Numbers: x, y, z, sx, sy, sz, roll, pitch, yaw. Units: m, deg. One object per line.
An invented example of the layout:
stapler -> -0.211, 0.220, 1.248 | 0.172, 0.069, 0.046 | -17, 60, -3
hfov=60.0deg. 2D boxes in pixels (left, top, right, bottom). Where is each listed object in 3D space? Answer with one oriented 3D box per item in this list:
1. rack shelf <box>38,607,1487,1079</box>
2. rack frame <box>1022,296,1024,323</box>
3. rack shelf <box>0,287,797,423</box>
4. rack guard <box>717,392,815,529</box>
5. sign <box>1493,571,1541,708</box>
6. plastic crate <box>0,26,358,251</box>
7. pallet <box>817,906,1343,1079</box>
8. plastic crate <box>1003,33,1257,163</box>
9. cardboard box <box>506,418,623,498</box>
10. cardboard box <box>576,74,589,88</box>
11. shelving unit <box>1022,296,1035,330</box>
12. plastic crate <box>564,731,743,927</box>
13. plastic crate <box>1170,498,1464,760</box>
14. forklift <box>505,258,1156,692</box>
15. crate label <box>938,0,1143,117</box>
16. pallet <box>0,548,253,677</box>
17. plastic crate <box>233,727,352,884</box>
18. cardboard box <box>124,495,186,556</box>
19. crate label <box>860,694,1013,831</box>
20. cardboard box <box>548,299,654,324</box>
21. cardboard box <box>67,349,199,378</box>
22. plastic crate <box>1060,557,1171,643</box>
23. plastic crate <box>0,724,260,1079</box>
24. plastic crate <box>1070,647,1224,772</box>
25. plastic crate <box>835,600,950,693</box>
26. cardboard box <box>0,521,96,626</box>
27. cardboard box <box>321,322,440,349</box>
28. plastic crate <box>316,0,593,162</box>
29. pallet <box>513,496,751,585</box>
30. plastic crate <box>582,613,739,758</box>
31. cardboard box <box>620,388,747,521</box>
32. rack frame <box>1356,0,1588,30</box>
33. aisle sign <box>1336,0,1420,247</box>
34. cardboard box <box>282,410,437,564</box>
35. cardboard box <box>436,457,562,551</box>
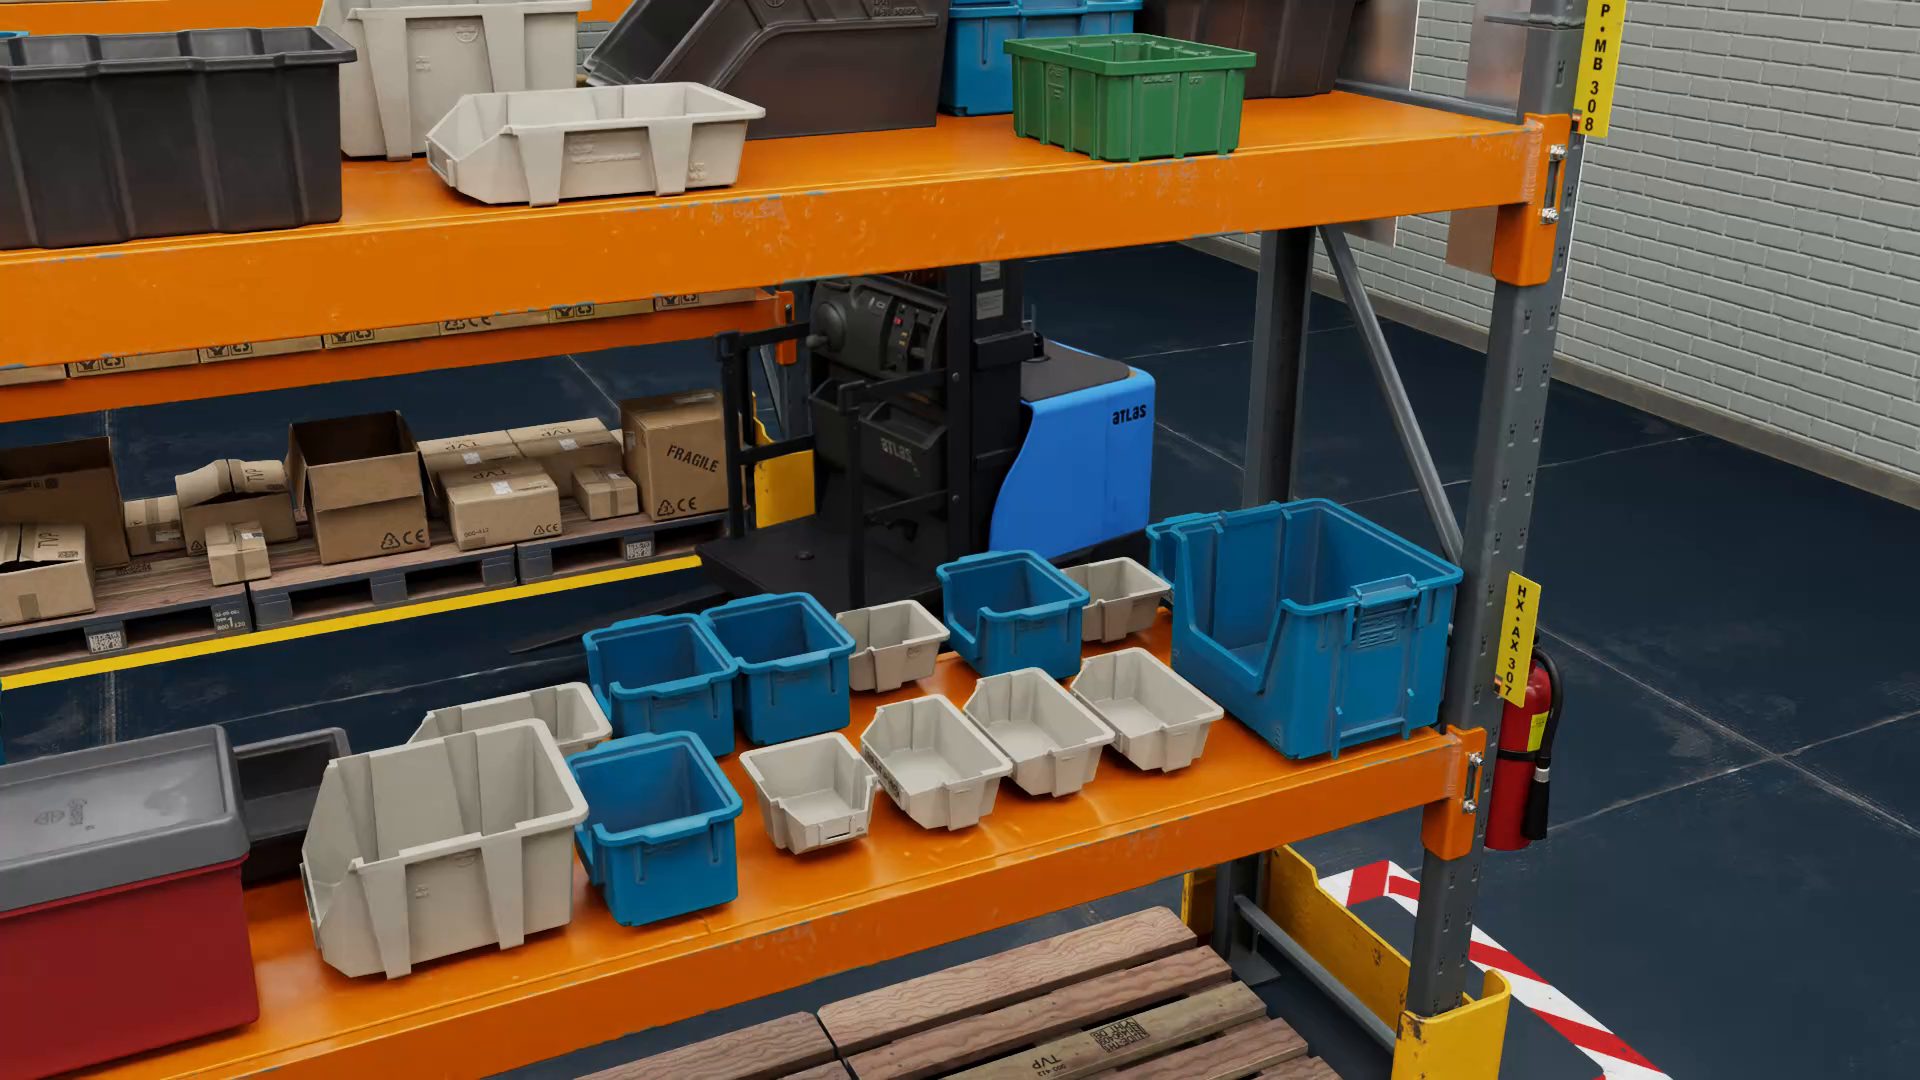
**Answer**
rack shelf -> -0.707, 0.795, 3.848 | 4.000, 0.370, 1.077 | -10, 25, -24
rack frame -> 0.220, -0.709, 8.894 | 0.240, 1.200, 0.006 | -6, 23, -15
rack shelf -> -2.852, -0.913, 7.974 | 4.000, 0.370, 1.077 | -10, 25, -24
rack guard -> -1.118, -0.409, 9.085 | 0.348, 0.500, 1.175 | -10, 25, -24
sign -> 1.349, 0.242, 4.029 | 0.005, 0.325, 0.100 | -10, 25, -24
plastic crate -> -1.271, -0.643, 2.630 | 0.590, 0.269, 0.497 | -10, 25, -24
pallet -> 0.335, 1.543, 4.747 | 1.213, 0.211, 1.003 | -10, 25, -24
plastic crate -> 0.331, -0.895, 3.346 | 0.336, 0.188, 0.450 | -10, 25, -24
cardboard box -> -2.113, -0.434, 8.897 | 0.500, 0.250, 0.500 | -10, 25, -24
cardboard box -> -2.031, -2.013, 8.253 | 0.500, 0.500, 0.500 | -10, 25, -23
shelving unit -> 0.246, -0.676, 8.813 | 0.258, 1.200, 0.189 | -6, 23, -15
plastic crate -> -0.644, 0.609, 3.496 | 0.300, 0.233, 0.416 | -10, 25, -24
plastic crate -> 0.875, 0.207, 4.204 | 0.499, 0.435, 0.616 | -10, 25, -24
forklift -> -0.534, -0.944, 7.198 | 3.031, 2.935, 1.130 | -17, 28, -35
crate label -> 0.124, -1.145, 3.866 | 0.502, 0.251, 0.408 | -10, 25, -24
pallet -> -4.034, 0.262, 7.842 | 1.213, 0.211, 1.003 | -10, 25, -24
plastic crate -> -1.617, 0.615, 3.623 | 0.590, 0.125, 0.437 | -10, 25, -24
cardboard box -> -3.951, -0.075, 8.160 | 0.250, 0.149, 0.380 | -10, 25, -24
crate label -> -0.069, 0.520, 3.837 | 0.243, 0.136, 0.396 | -10, 25, -24
cardboard box -> -1.801, -1.368, 8.001 | 0.500, 0.500, 0.500 | -10, 25, -23
cardboard box -> -3.616, -1.036, 7.201 | 0.500, 0.500, 0.500 | -10, 24, -23
plastic crate -> 0.405, 0.177, 4.667 | 0.298, 0.136, 0.250 | -10, 25, -24
plastic crate -> -1.596, 0.675, 3.034 | 0.583, 0.464, 0.402 | -10, 25, -24
plastic crate -> 0.439, 0.423, 4.074 | 0.243, 0.136, 0.396 | -10, 25, -24
plastic crate -> -0.206, 0.290, 4.395 | 0.298, 0.136, 0.250 | -10, 25, -24
cardboard box -> -4.182, 0.131, 7.453 | 0.500, 0.311, 0.500 | -10, 25, -24
cardboard box -> -2.707, -1.203, 7.604 | 0.500, 0.500, 0.500 | -11, 25, -24
plastic crate -> -1.035, -0.939, 3.330 | 0.530, 0.282, 0.437 | -10, 25, -24
pallet -> -1.836, -0.143, 8.820 | 1.213, 0.211, 1.003 | -10, 25, -24
plastic crate -> -0.727, 0.376, 4.060 | 0.300, 0.233, 0.416 | -10, 25, -24
cardboard box -> -1.433, -0.450, 8.608 | 0.500, 0.500, 0.500 | -10, 25, -24
rack frame -> 1.095, -2.641, 3.365 | 0.127, 3.000, 1.000 | -10, 25, -24
aisle sign -> 1.031, -1.185, 4.291 | 0.004, 0.787, 0.394 | -10, 25, -24
cardboard box -> -2.963, -0.277, 8.185 | 0.637, 0.503, 0.797 | -10, 25, -24
cardboard box -> -2.302, -0.187, 8.301 | 0.500, 0.250, 0.500 | -10, 25, -24
